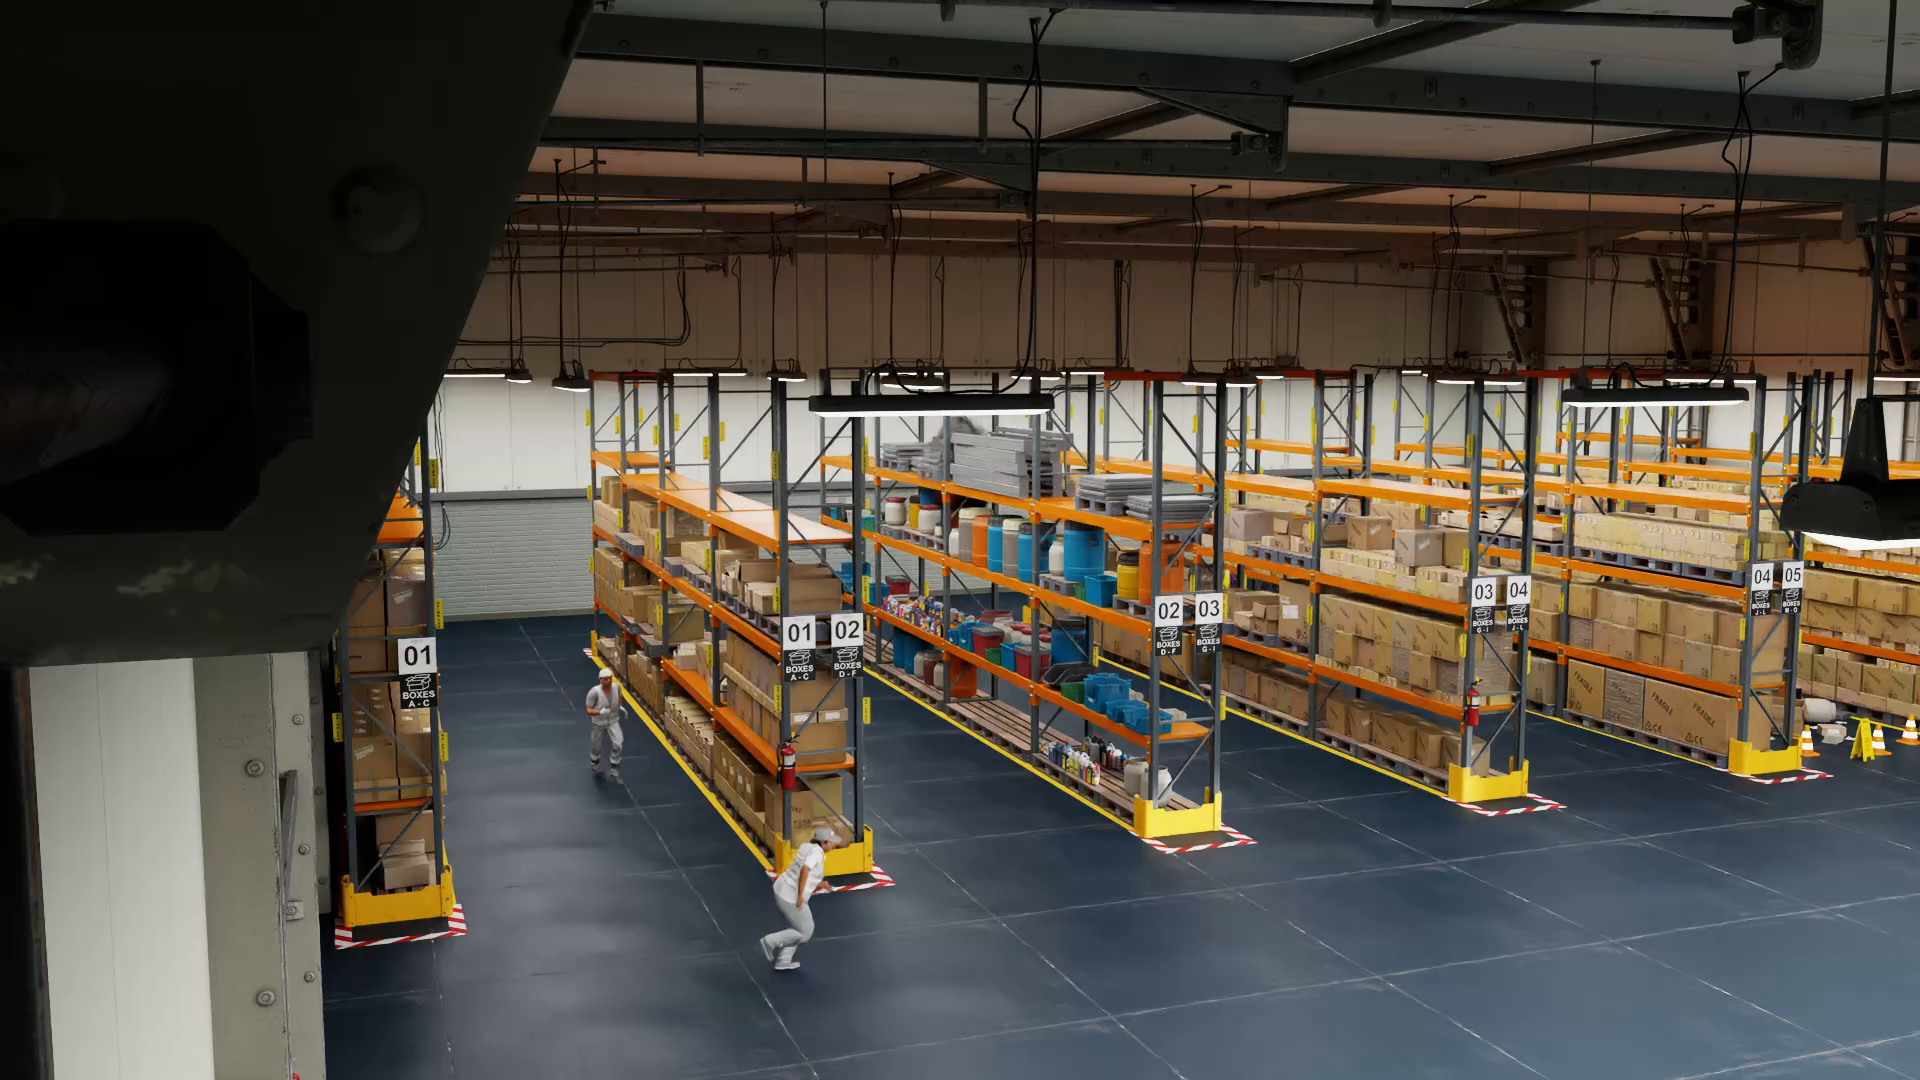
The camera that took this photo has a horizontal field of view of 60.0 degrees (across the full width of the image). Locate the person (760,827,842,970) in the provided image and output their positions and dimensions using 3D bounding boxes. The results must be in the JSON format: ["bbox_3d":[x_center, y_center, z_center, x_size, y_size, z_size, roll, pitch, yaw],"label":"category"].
[{"bbox_3d":[-1.629,3.707,17.082,0.871,1.483,0.630,-2,7,-17],"label":"person"}]

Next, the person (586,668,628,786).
[{"bbox_3d":[-5.227,2.725,24.589,0.686,1.752,0.994,-3,7,-27],"label":"person"}]

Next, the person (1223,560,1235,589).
[{"bbox_3d":[5.924,1.257,37.604,0.677,1.721,0.655,-3,7,-24],"label":"person"}]

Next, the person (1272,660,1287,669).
[{"bbox_3d":[6.398,1.885,32.645,0.598,1.614,0.543,-1,6,-8],"label":"person"}]

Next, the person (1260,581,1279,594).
[{"bbox_3d":[7.735,0.884,41.298,0.842,1.718,0.696,4,7,30],"label":"person"}]
